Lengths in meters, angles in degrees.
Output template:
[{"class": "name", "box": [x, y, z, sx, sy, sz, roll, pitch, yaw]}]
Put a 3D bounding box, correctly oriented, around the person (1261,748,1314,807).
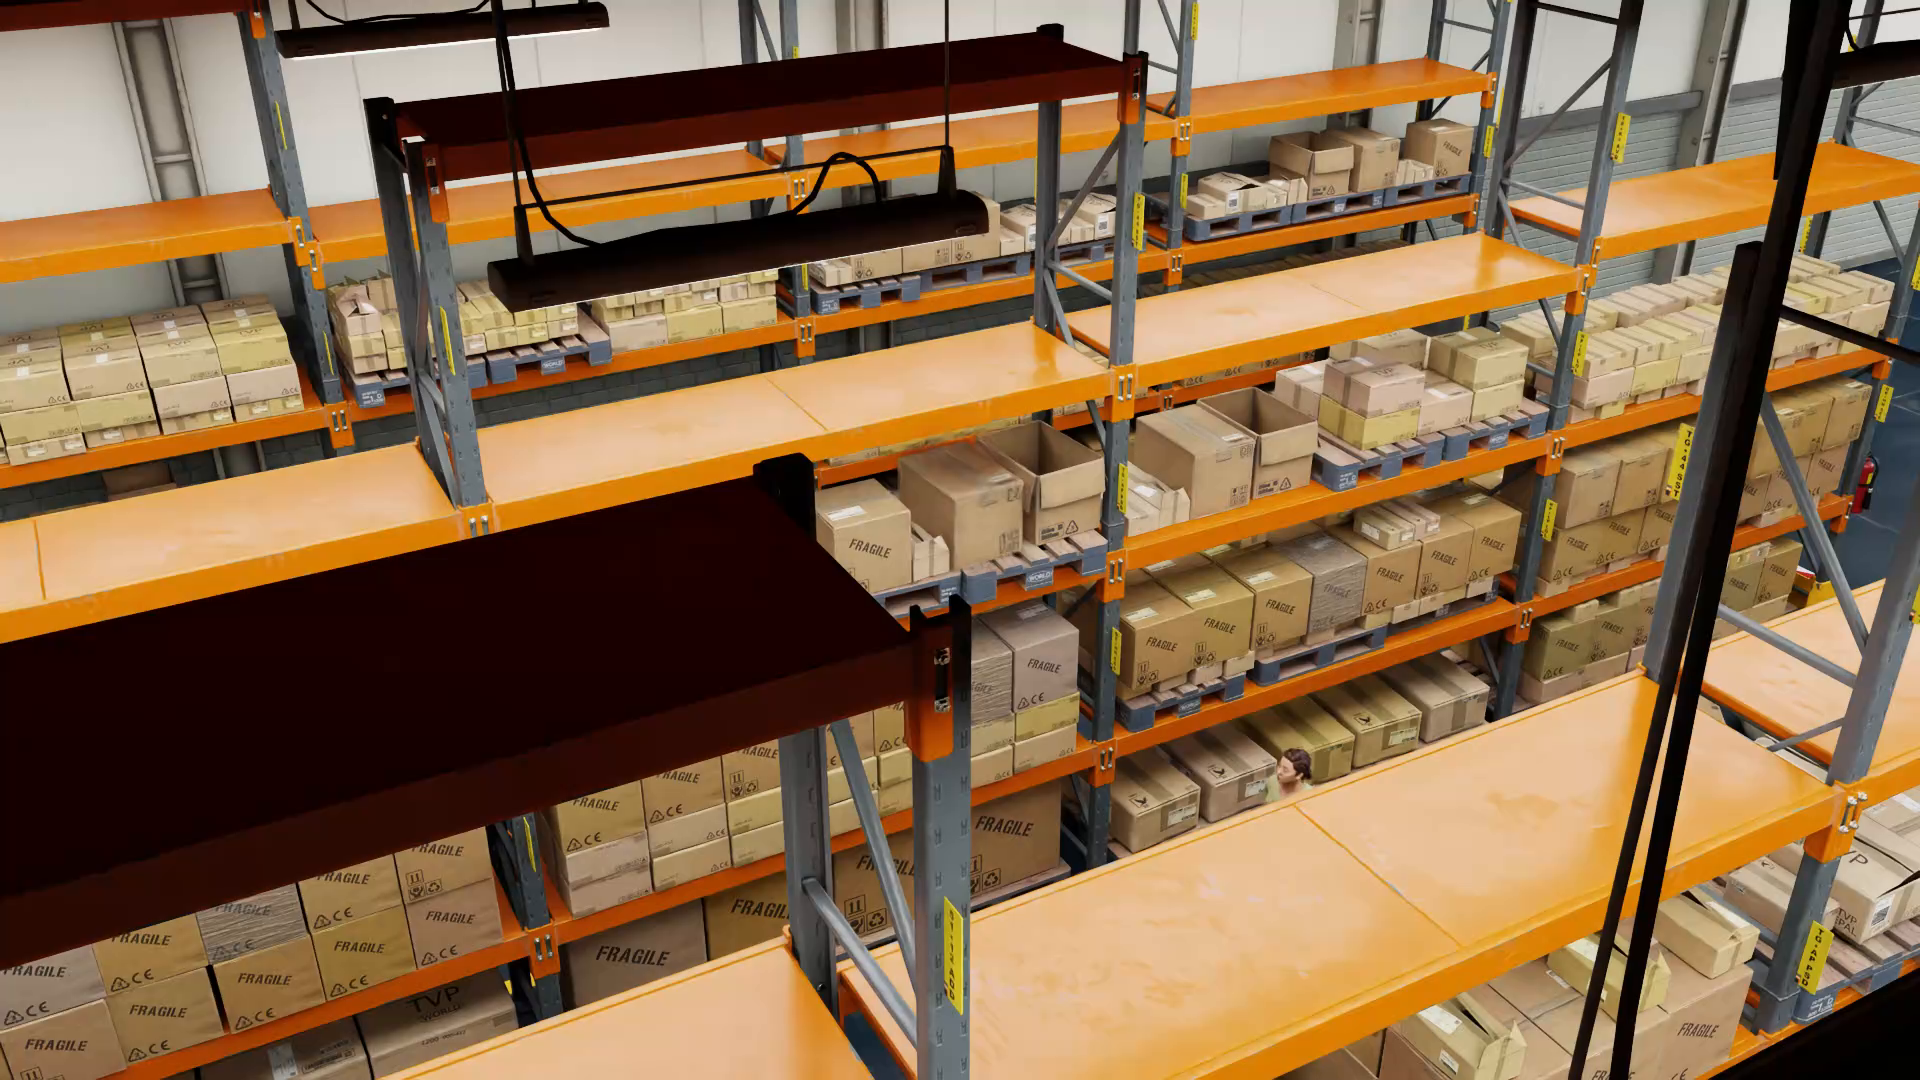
[{"class": "person", "box": [2.217, 2.121, 11.276, 0.595, 1.717, 0.475, -23, 35, -36]}]
